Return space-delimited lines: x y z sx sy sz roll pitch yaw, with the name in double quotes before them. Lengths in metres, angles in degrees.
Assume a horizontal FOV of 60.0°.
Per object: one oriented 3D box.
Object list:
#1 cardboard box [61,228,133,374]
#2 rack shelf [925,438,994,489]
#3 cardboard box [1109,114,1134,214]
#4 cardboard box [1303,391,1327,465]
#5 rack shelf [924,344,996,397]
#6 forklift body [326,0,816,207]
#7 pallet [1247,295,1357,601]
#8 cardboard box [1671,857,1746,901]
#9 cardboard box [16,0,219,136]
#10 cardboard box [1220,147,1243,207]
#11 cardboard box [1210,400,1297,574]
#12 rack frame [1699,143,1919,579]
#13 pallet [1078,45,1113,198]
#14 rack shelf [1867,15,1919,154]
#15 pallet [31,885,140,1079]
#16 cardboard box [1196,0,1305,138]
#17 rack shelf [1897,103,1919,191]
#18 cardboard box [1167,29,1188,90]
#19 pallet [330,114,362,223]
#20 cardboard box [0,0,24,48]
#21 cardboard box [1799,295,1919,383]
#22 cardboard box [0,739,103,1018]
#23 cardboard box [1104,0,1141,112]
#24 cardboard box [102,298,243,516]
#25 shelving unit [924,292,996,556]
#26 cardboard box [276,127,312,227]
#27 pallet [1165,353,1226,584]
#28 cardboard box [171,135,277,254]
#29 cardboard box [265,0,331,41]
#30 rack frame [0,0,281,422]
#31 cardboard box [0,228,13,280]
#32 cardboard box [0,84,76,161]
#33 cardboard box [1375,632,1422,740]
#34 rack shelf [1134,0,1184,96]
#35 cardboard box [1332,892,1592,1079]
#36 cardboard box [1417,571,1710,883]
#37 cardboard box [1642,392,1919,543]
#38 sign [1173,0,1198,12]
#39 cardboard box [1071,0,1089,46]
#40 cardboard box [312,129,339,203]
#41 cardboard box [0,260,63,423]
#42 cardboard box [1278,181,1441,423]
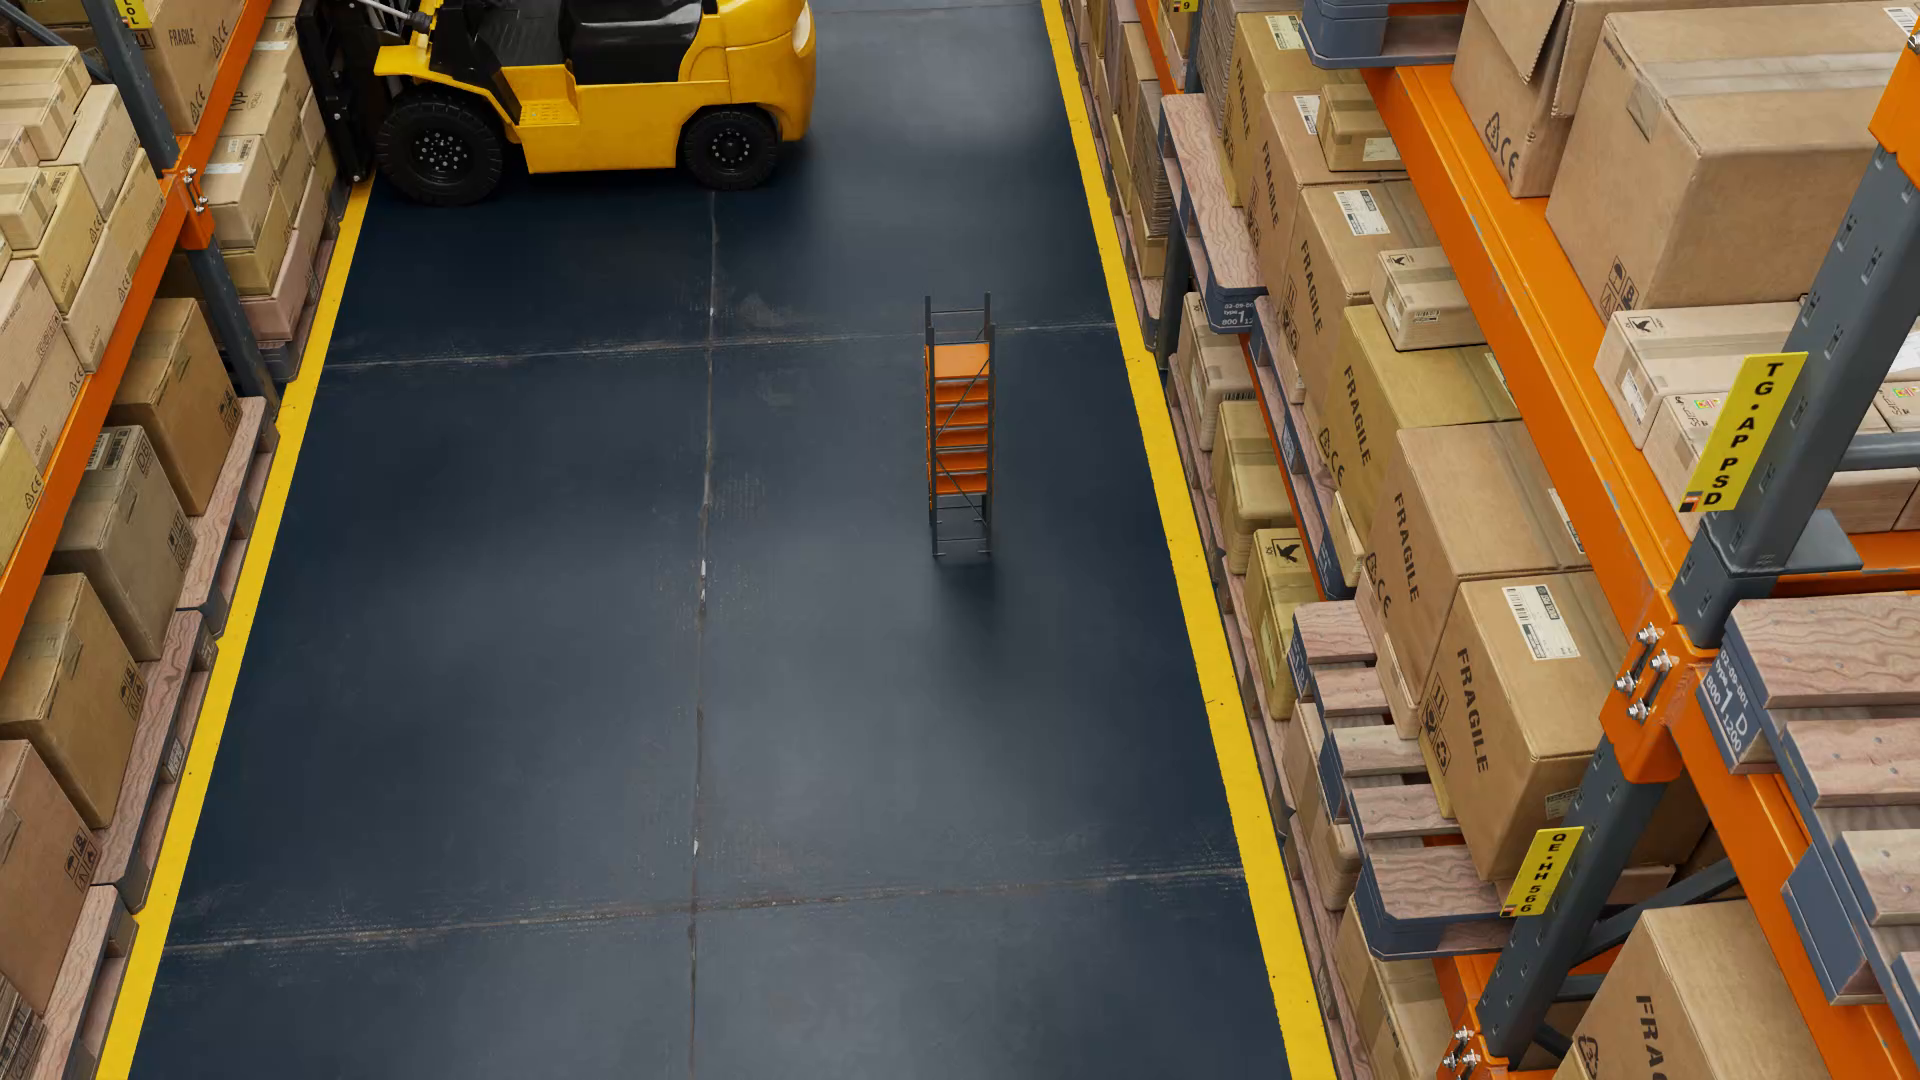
"cardboard box" -3.191 -0.808 5.689 0.500 0.250 0.500 -4 47 -4
"rack shelf" -0.001 -0.310 6.580 0.258 0.103 0.180 -3 47 -3
"cardboard box" 1.033 -1.871 8.197 0.500 0.250 0.500 -5 47 -4
"cardboard box" 1.269 -0.379 5.063 0.380 0.149 0.250 -5 47 -5
"rack shelf" -0.001 -0.640 6.232 0.258 0.103 0.180 -3 47 -3
"forklift body" -1.899 -2.913 8.164 2.313 2.155 1.214 -3 47 -3
"pallet" 1.533 -0.346 5.280 1.003 0.211 1.213 -3 47 -3
"cardboard box" 1.898 0.714 4.028 0.380 0.149 0.250 -6 47 -6
"cardboard box" -3.318 -1.943 6.592 0.500 0.500 0.500 -5 47 -4
"cardboard box" 1.148 -1.334 5.967 0.380 0.149 0.250 -3 47 -2
"cardboard box" 1.515 -0.218 6.547 0.950 0.372 0.625 -1 47 -1
"rack frame" 1.739 -1.045 1.678 1.000 3.000 0.127 -3 47 -3
"pallet" 1.208 -2.286 8.906 1.003 0.211 1.213 -3 47 -3
"rack shelf" 1.572 -2.107 3.455 1.077 0.370 4.000 -3 47 -3
"pallet" -3.236 1.683 5.147 1.003 0.211 1.213 -3 47 -3
"cardboard box" 1.158 -1.800 5.963 0.500 0.500 0.500 -2 47 -2
"rack shelf" 1.907 0.787 0.714 1.077 0.370 4.000 -3 47 -3
"cardboard box" 1.074 -2.004 6.891 0.380 0.149 0.250 -4 47 -4
"pallet" -3.671 -2.075 8.707 1.003 0.211 1.213 -3 47 -3
"cardboard box" -3.848 -1.915 6.565 0.500 0.500 0.500 -4 47 -4
"cardboard box" 1.861 -0.390 3.217 0.396 0.266 0.258 -3 47 -3
"cardboard box" -3.308 1.070 5.153 0.875 0.625 0.625 -2 47 -2
"cardboard box" 1.000 -2.481 8.259 0.500 0.500 0.500 -1 47 -1
"cardboard box" -3.486 -0.523 6.662 0.875 0.625 0.625 -2 47 -2
"shelving unit" -0.001 -0.423 6.461 0.258 1.200 0.189 -3 47 -3
"cardboard box" -3.318 -1.675 7.668 0.500 0.250 0.500 -4 47 -4
"pallet" 1.471 -0.354 7.076 1.003 0.211 1.213 -3 47 -3
"cardboard box" -3.269 -1.483 7.141 0.500 0.250 0.500 -4 47 -4
"cardboard box" -3.391 -2.593 8.193 0.500 0.250 0.500 -4 47 -4
"rack frame" -3.541 -1.572 6.309 1.000 3.000 0.127 -3 47 -3
"cardboard box" -3.170 -0.854 5.114 0.380 0.149 0.250 -4 47 -4
"cardboard box" -3.252 -1.410 5.640 0.380 0.149 0.250 -4 47 -4
"cardboard box" 1.317 0.368 4.356 0.380 0.149 0.250 -4 47 -4
"rack shelf" 1.237 -3.076 8.229 1.077 0.370 4.000 -3 47 -3
"cardboard box" 1.702 1.368 5.046 0.950 0.372 0.625 -6 47 -6
"cardboard box" 1.424 0.425 3.855 0.500 0.500 0.500 -5 47 -4
"cardboard box" 1.504 -0.142 3.062 0.380 0.149 0.250 -3 47 -3
"sign" 0.865 -2.135 6.246 0.100 0.325 0.005 -3 47 -3
"cardboard box" 0.897 -2.999 9.265 0.500 0.250 0.500 -2 47 -2
"cardboard box" -3.368 -1.878 8.204 0.500 0.250 0.500 -3 47 -3
"cardboard box" -3.158 -0.610 5.157 0.500 0.250 0.500 -3 47 -3
"cardboard box" 1.282 -0.708 4.929 0.500 0.500 0.500 -5 47 -5
